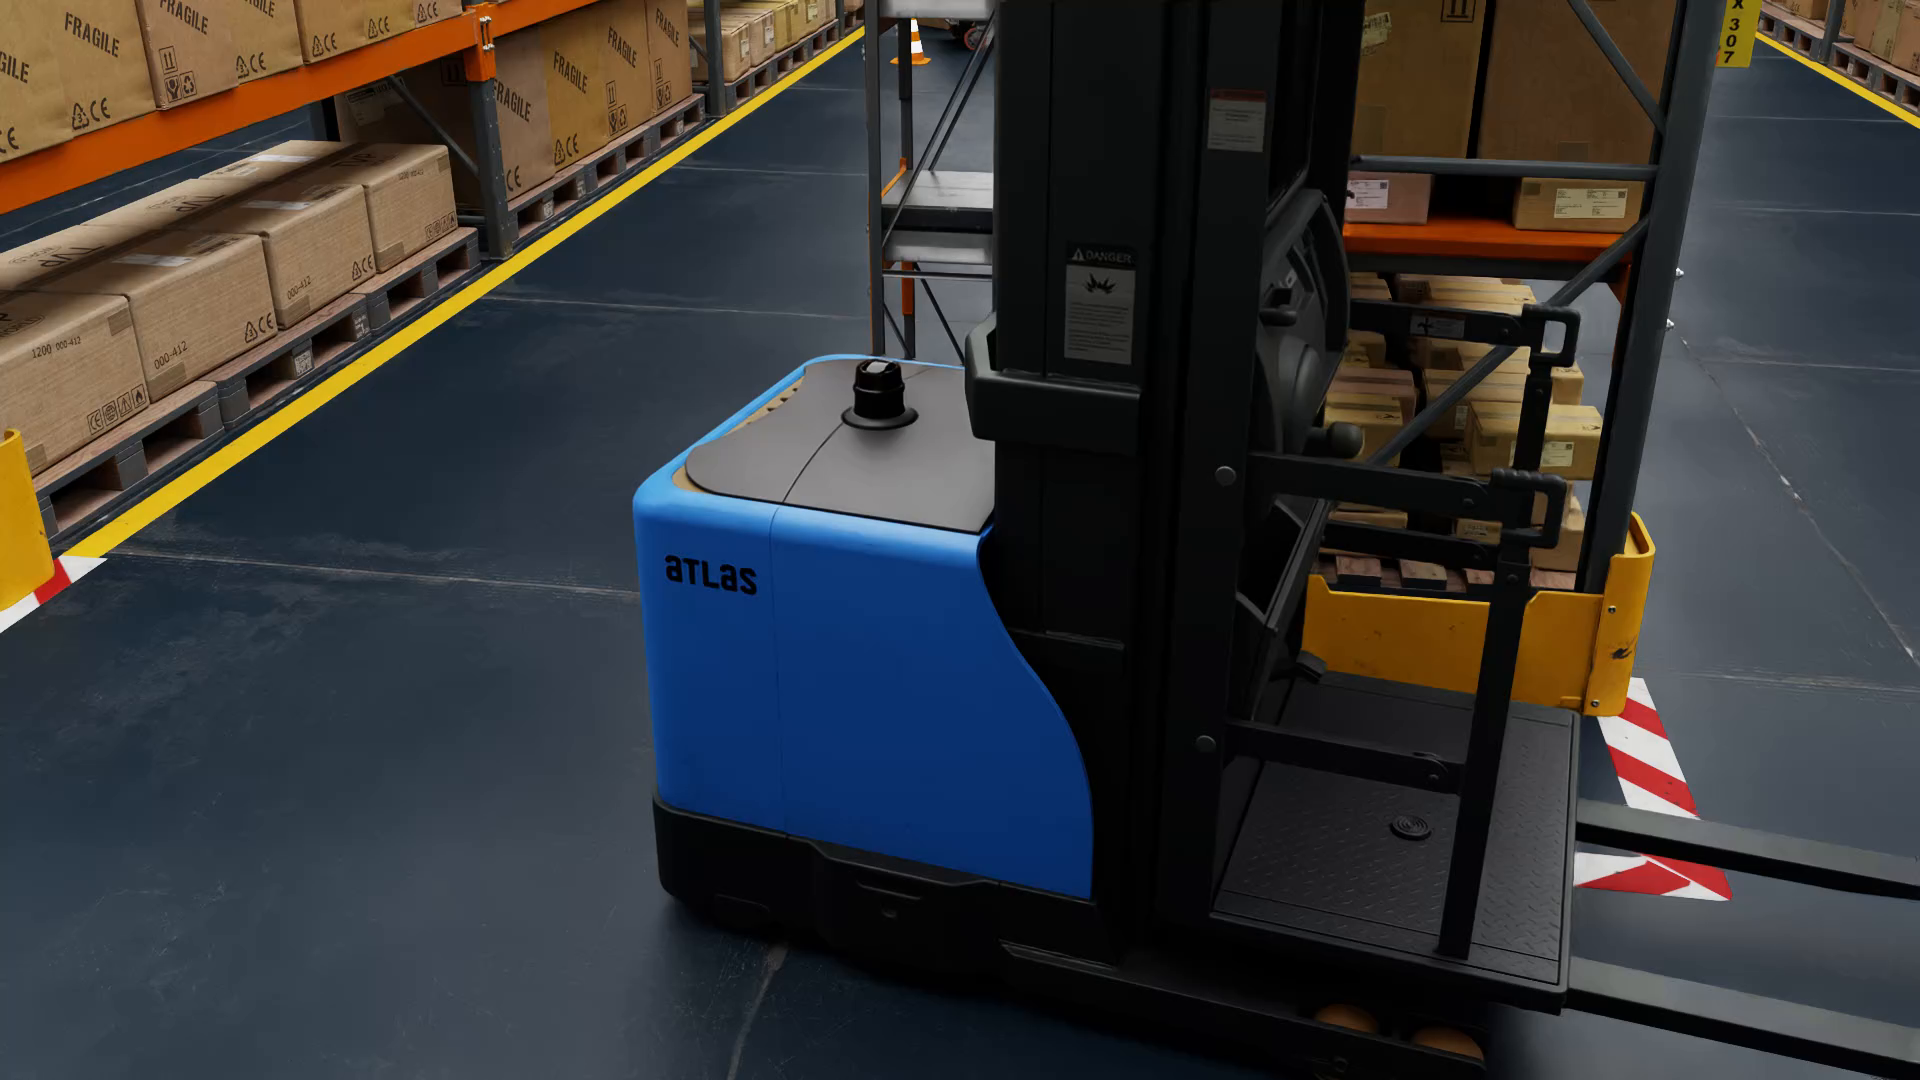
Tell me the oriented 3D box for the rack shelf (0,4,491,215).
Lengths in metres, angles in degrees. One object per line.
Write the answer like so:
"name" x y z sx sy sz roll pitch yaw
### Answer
"rack shelf" -3.255 -1.748 6.794 1.077 0.370 4.000 4 25 9

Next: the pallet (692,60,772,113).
"pallet" -2.145 -3.647 13.292 1.003 0.211 1.213 4 25 9

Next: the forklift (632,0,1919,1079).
"forklift" 0.869 -0.441 3.235 3.031 2.935 1.130 9 26 18

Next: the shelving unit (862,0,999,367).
"shelving unit" -0.027 -0.882 5.157 0.431 2.100 0.503 4 25 9

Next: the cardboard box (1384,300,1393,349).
"cardboard box" 1.866 -0.836 6.515 0.380 0.149 0.250 5 26 11

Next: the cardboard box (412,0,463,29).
"cardboard box" -2.752 -2.744 7.955 0.500 0.500 0.500 4 25 9

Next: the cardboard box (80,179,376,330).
"cardboard box" -3.282 -1.310 7.537 0.875 0.438 0.875 3 25 7

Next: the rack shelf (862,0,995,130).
"rack shelf" -0.027 -1.503 4.866 0.431 0.518 0.480 4 25 9

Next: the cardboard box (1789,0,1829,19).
"cardboard box" 8.371 -5.297 15.981 0.500 0.500 0.500 2 25 4

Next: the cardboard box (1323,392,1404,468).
"cardboard box" 1.155 -0.344 5.112 0.380 0.149 0.250 4 25 9

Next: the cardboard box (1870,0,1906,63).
"cardboard box" 7.938 -4.183 13.578 0.700 0.500 0.500 4 25 8

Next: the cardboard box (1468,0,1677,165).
"cardboard box" 1.664 -1.285 4.488 0.500 0.500 0.500 5 26 11

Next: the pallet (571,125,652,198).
"pallet" -2.679 -2.487 10.813 1.003 0.211 1.213 4 25 9

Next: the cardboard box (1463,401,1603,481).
"cardboard box" 1.739 -0.300 5.019 0.380 0.149 0.250 3 25 6

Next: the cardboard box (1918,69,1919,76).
"cardboard box" 7.756 -3.715 12.579 0.700 0.500 0.500 6 26 13

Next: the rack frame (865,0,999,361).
"rack frame" -0.067 -0.780 4.939 0.400 2.100 0.015 4 25 9

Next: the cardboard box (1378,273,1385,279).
"cardboard box" 1.510 -1.097 6.720 0.380 0.149 0.250 3 25 6

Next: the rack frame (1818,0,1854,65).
"rack frame" 8.156 -5.569 14.110 1.000 3.000 0.127 4 25 9

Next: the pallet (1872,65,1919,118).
"pallet" 7.833 -3.469 12.912 1.003 0.211 1.213 4 25 9

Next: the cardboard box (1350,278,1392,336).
"cardboard box" 1.416 -0.885 6.267 0.380 0.149 0.250 3 25 7

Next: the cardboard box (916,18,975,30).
"cardboard box" -0.103 -5.479 16.862 0.500 0.500 0.500 -20 32 -36

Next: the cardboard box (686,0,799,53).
"cardboard box" -1.930 -4.444 14.311 0.950 0.372 0.625 5 26 10

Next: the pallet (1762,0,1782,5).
"pallet" 8.630 -5.610 17.486 1.003 0.211 1.213 4 25 9

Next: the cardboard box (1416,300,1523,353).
"cardboard box" 1.846 -0.745 5.970 0.380 0.149 0.250 5 26 11

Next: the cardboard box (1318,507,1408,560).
"cardboard box" 1.198 -0.070 5.229 0.380 0.149 0.250 4 25 9

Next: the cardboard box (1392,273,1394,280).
"cardboard box" 2.016 -1.056 6.984 0.380 0.149 0.250 5 25 10

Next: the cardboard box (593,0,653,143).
"cardboard box" -2.619 -3.155 10.963 0.875 0.875 0.875 4 25 9

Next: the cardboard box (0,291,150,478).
"cardboard box" -3.573 -0.550 5.913 0.875 0.438 0.875 3 25 7

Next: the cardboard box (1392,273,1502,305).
"cardboard box" 1.881 -0.964 6.437 0.380 0.149 0.250 4 25 9

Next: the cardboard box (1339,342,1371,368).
"cardboard box" 1.169 -0.562 5.578 0.380 0.149 0.250 3 25 7

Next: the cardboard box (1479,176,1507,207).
"cardboard box" 1.695 -1.045 4.740 0.380 0.149 0.250 5 26 10

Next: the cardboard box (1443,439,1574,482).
"cardboard box" 1.757 -0.282 5.331 0.380 0.149 0.250 4 25 8

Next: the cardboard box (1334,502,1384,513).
"cardboard box" 1.123 -0.211 5.178 0.380 0.149 0.250 3 25 7

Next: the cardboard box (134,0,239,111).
"cardboard box" -3.064 -1.888 6.128 0.500 0.500 0.500 4 25 8

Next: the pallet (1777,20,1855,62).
"pallet" 8.231 -4.590 15.306 1.003 0.211 1.213 4 25 9

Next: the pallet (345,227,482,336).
"pallet" -3.130 -1.334 8.352 1.003 0.211 1.213 4 25 9

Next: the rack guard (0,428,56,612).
"rack guard" -3.586 -0.095 5.363 1.175 0.500 0.348 4 25 9

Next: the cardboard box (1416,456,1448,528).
"cardboard box" 1.682 -0.147 5.394 0.380 0.149 0.250 4 25 8

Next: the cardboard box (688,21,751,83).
"cardboard box" -2.172 -3.819 12.974 0.950 0.372 0.625 2 25 5

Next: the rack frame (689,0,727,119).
"rack frame" -2.274 -4.583 12.003 1.000 3.000 0.127 4 25 9

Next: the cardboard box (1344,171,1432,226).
"cardboard box" 1.093 -0.978 4.598 0.380 0.149 0.250 4 25 9

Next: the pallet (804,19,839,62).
"pallet" -1.747 -4.667 15.472 1.003 0.211 1.213 4 25 9

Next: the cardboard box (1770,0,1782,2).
"cardboard box" 8.627 -5.788 17.030 0.500 0.500 0.500 11 27 22

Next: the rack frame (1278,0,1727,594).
"rack frame" 1.318 -0.936 4.212 1.000 3.000 0.127 4 25 9

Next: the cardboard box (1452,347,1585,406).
"cardboard box" 1.833 -0.520 5.489 0.380 0.149 0.250 4 25 8

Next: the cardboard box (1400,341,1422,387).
"cardboard box" 1.809 -0.608 6.027 0.380 0.149 0.250 3 25 6

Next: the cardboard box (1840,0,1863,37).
"cardboard box" 8.261 -4.792 14.902 0.500 0.500 0.500 3 25 7

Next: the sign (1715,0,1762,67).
"sign" 1.853 -1.291 3.948 0.100 0.325 0.005 4 25 9

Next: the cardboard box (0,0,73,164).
"cardboard box" -3.220 -1.463 5.220 0.500 0.500 0.500 4 25 8

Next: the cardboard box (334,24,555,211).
"cardboard box" -2.906 -2.403 9.356 0.875 0.875 0.875 5 26 10

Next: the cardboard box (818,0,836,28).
"cardboard box" -1.704 -5.036 15.576 0.950 0.372 0.625 4 25 9

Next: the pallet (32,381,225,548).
"pallet" -3.528 -0.314 6.172 1.003 0.211 1.213 4 25 9

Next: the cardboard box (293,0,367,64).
"cardboard box" -2.898 -2.317 7.043 0.500 0.500 0.500 4 25 8
